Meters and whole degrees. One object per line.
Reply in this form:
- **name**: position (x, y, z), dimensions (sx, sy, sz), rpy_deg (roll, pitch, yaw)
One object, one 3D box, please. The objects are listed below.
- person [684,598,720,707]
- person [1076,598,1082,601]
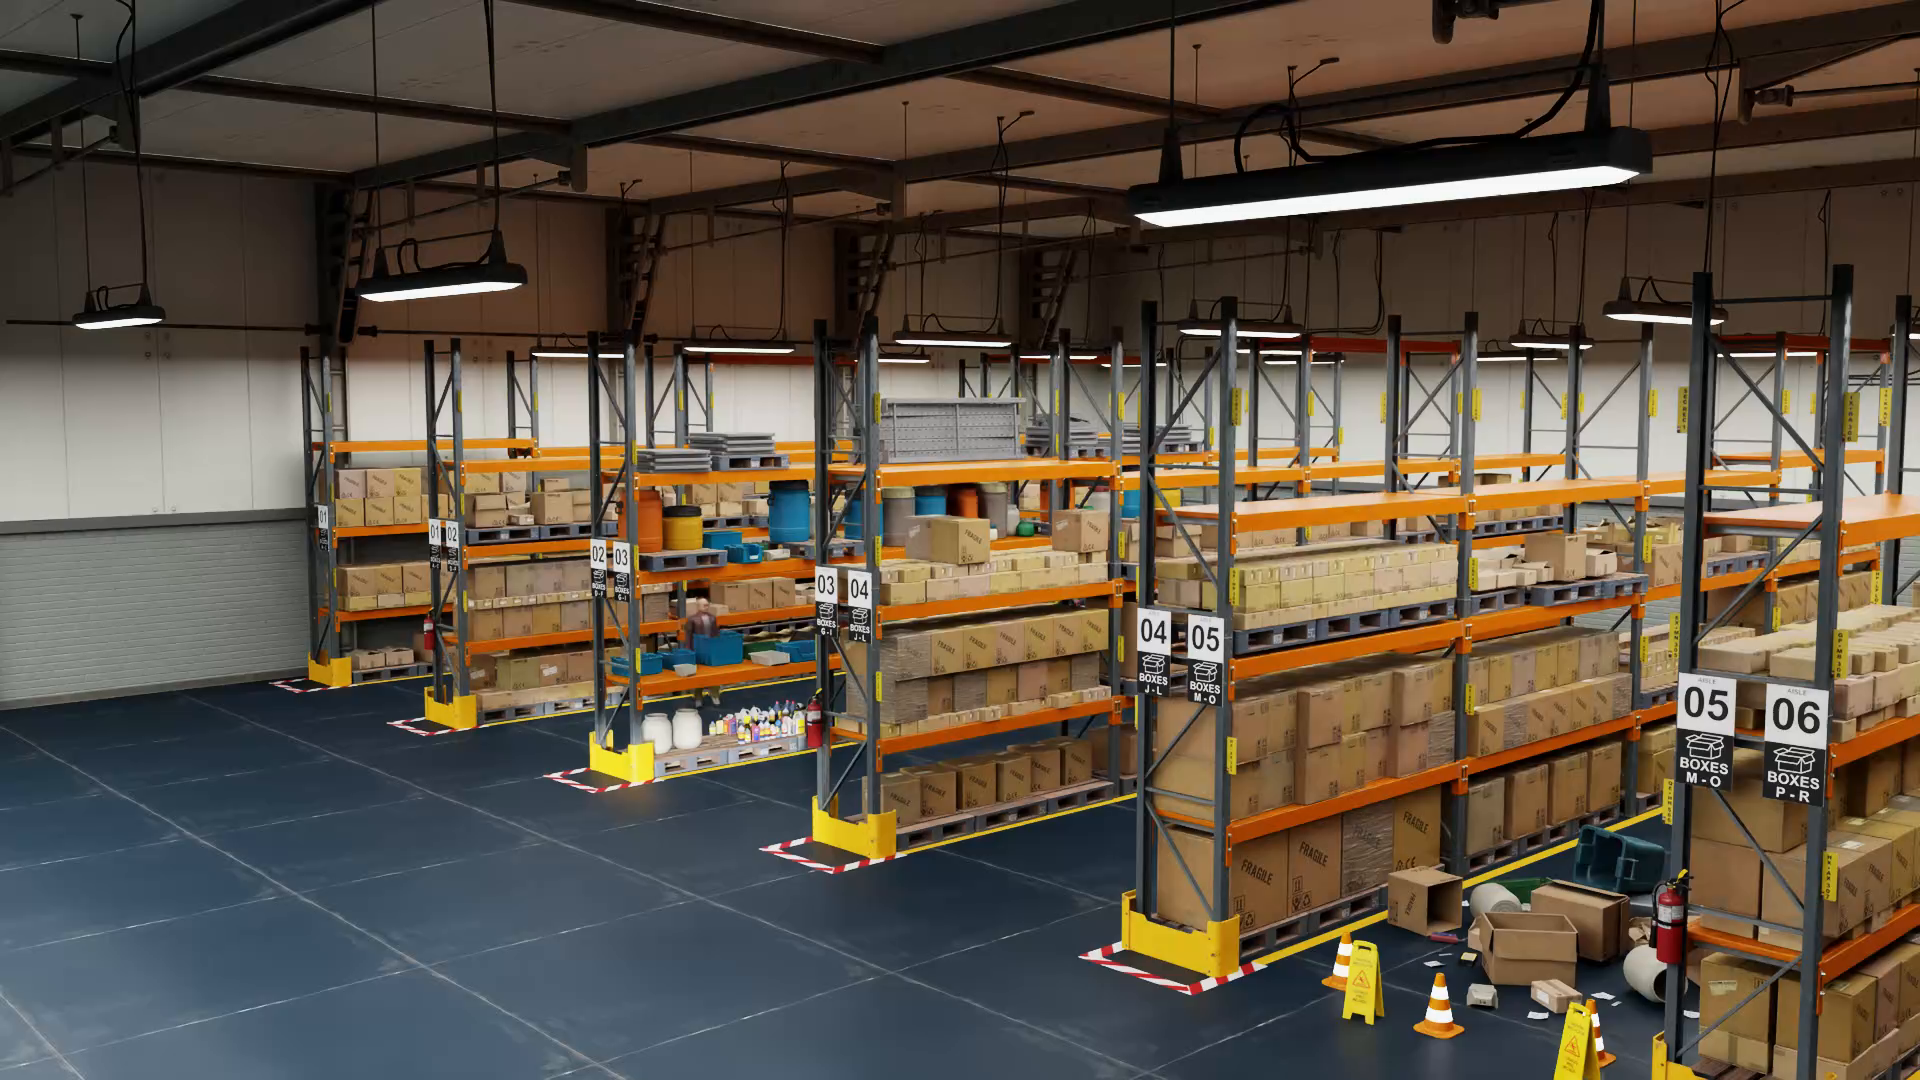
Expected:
- **person**: position (-4.244, 1.869, 27.481), dimensions (0.687, 1.816, 0.450), rpy_deg (-3, 6, -28)
- **person**: position (2.889, 0.803, 39.612), dimensions (0.525, 1.709, 0.613), rpy_deg (5, 7, 44)
